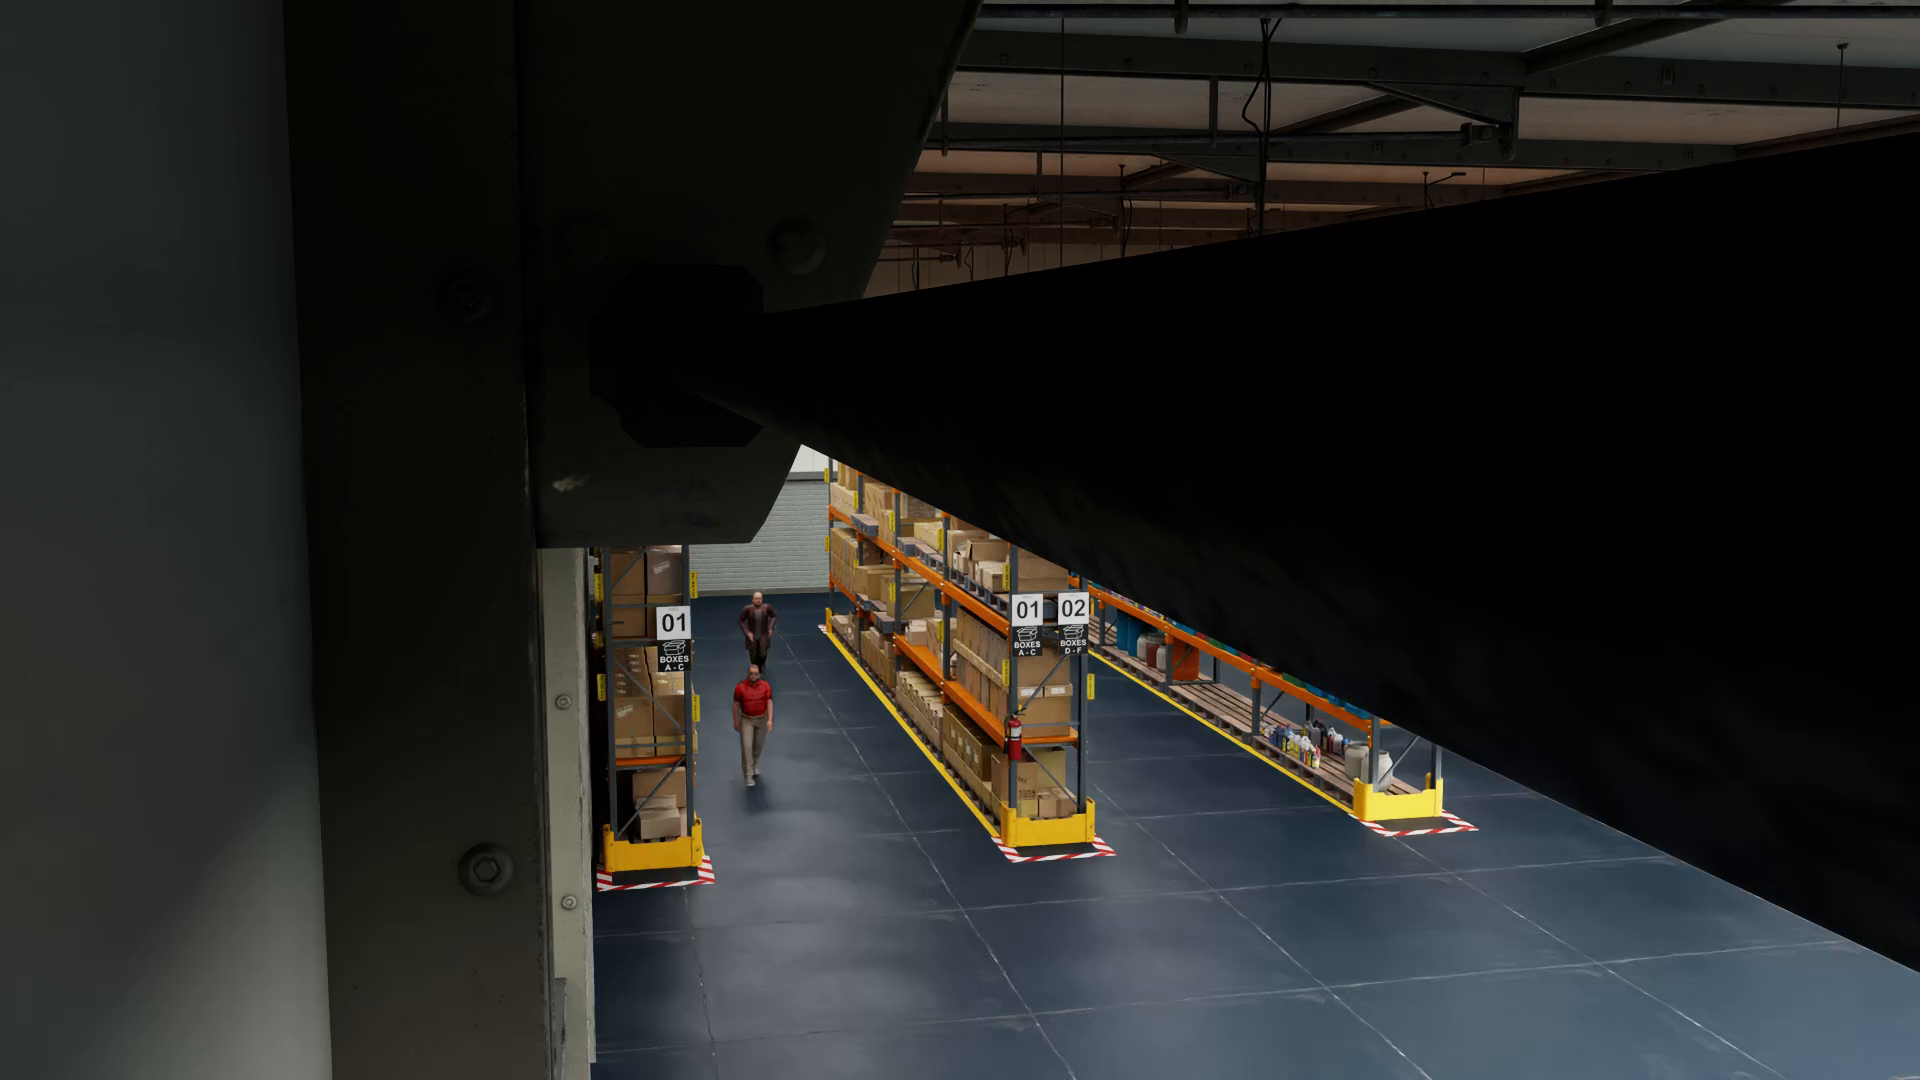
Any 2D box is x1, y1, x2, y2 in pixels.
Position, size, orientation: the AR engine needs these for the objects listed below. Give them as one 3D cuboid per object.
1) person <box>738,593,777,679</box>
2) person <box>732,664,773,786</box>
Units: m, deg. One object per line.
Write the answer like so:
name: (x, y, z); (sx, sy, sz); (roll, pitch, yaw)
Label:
person: (-3.801, 1.798, 31.242); (0.722, 1.688, 0.662); (-1, 7, -5)
person: (-2.955, 2.631, 23.986); (0.547, 1.677, 0.966); (-3, 7, -24)
